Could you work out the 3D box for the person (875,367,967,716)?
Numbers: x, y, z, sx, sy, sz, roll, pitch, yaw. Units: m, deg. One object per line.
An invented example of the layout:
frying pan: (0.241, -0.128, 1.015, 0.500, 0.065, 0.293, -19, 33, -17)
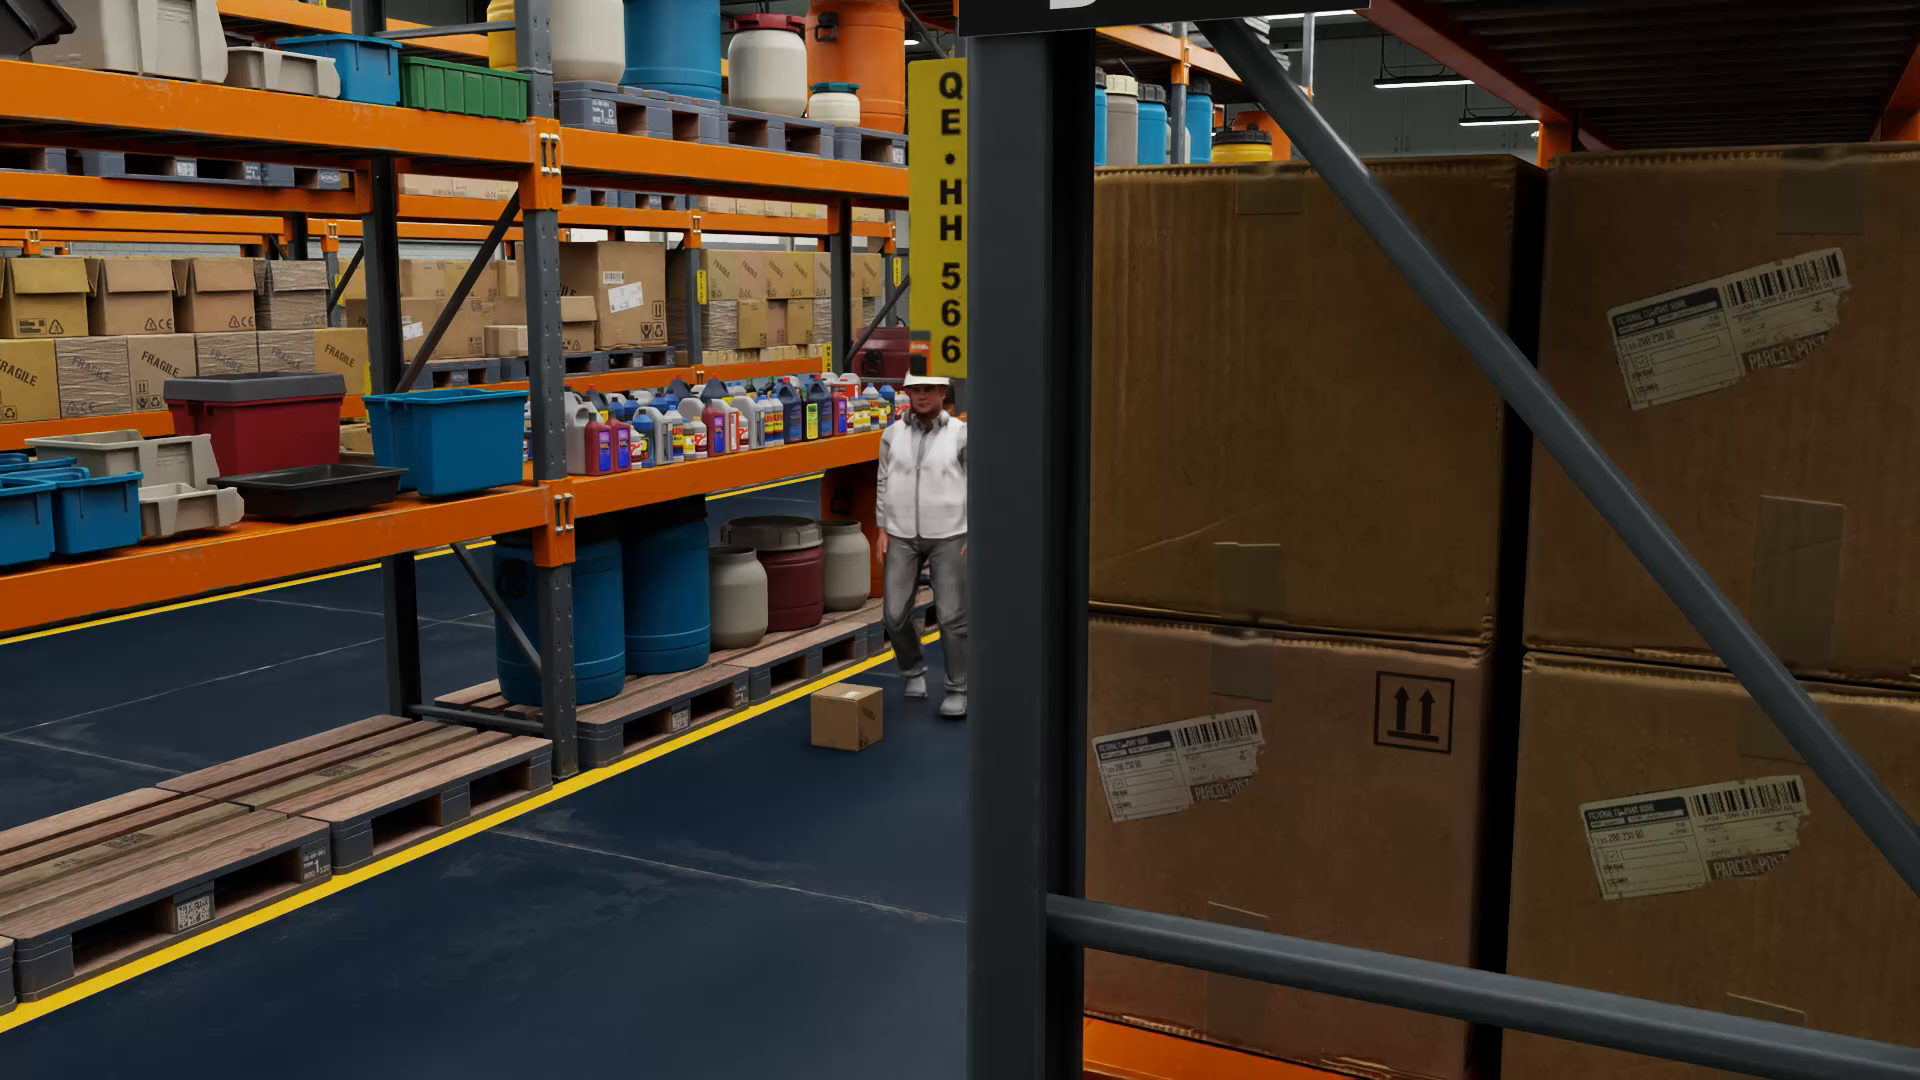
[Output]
person: (-0.165, -0.022, 8.306, 0.538, 1.769, 0.410, 2, 9, 13)
